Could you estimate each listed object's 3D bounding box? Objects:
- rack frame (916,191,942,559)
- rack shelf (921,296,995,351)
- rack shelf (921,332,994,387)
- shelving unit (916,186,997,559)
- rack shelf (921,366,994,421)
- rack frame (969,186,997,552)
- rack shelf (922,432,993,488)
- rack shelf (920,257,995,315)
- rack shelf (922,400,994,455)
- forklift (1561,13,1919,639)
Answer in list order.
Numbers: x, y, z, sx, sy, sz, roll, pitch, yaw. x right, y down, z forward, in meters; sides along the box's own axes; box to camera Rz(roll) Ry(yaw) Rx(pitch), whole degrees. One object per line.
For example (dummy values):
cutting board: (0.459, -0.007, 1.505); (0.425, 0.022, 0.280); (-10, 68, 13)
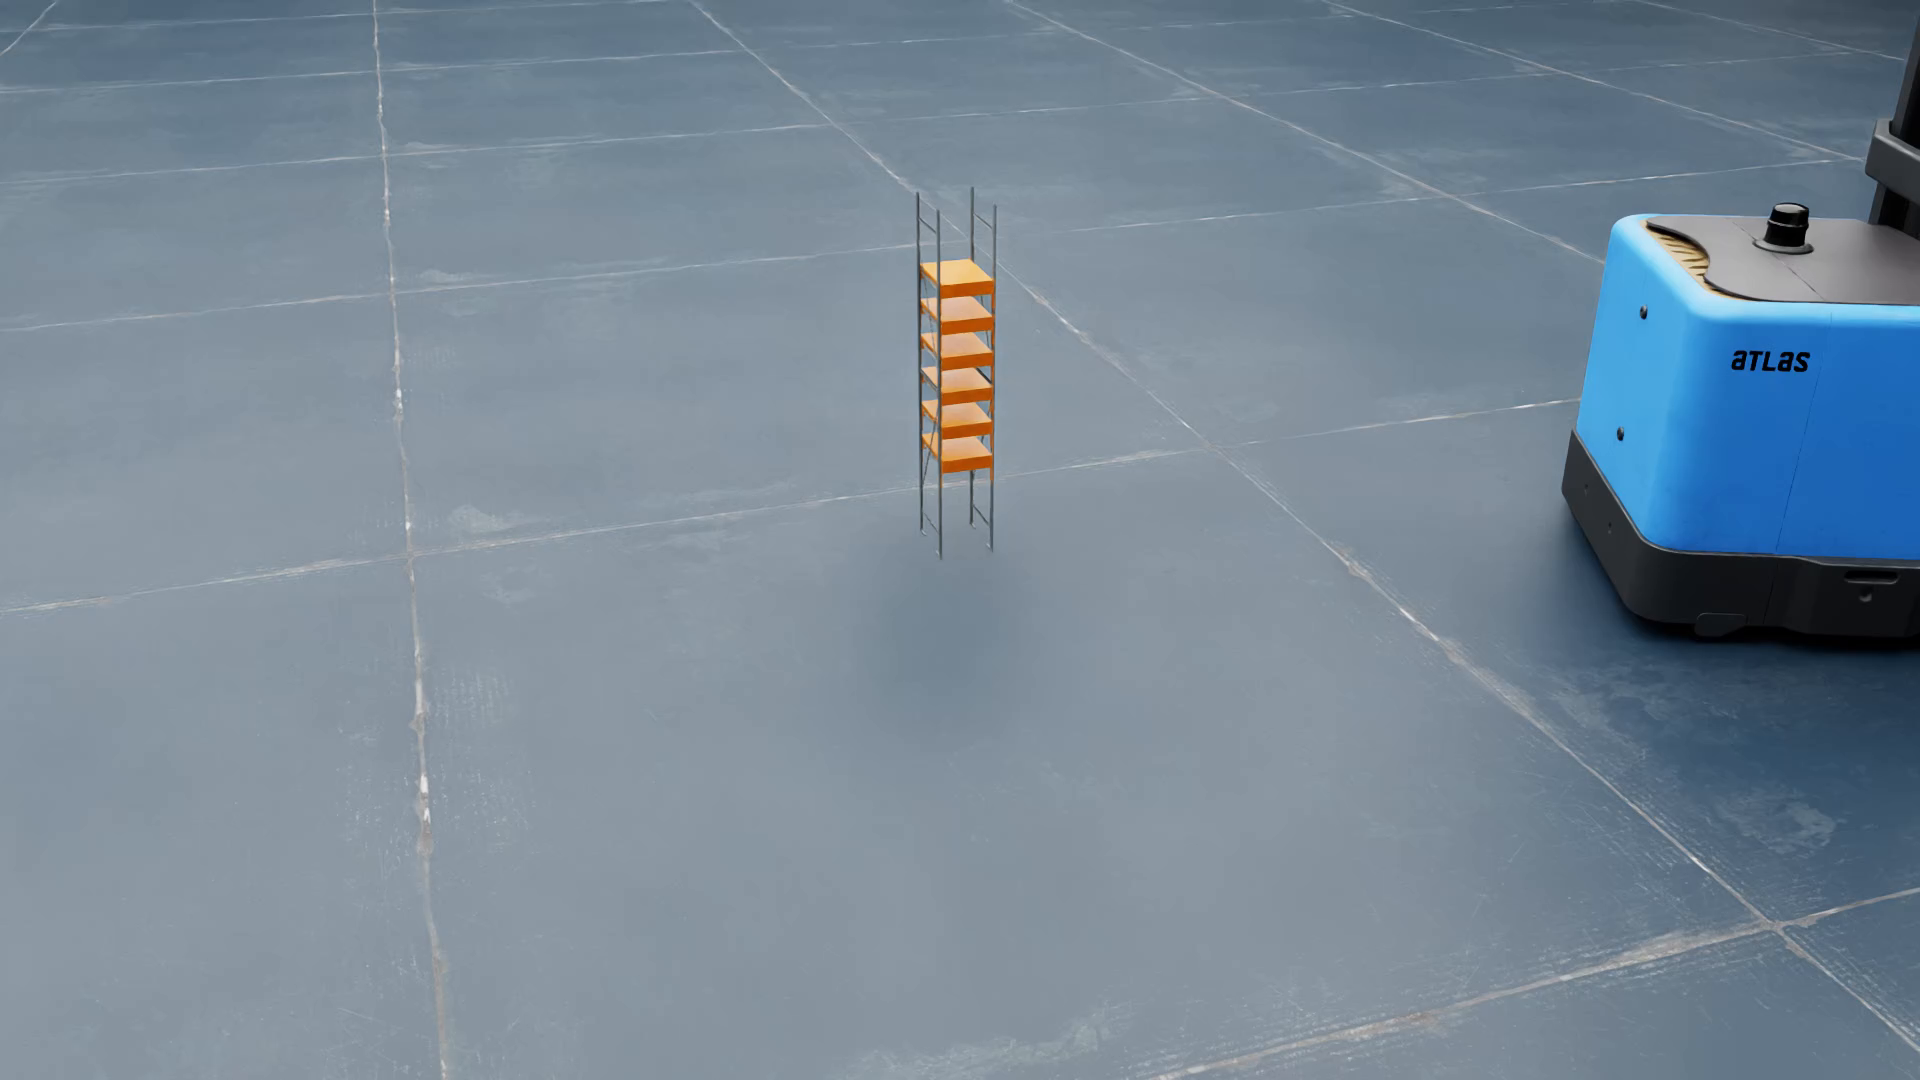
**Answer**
rack frame: (-0.101, -0.523, 5.454); (0.006, 1.200, 0.240); (-8, 28, -16)
rack shelf: (-0.014, -0.711, 5.392); (0.180, 0.103, 0.258); (-8, 28, -16)
rack shelf: (-0.014, -0.603, 5.446); (0.180, 0.103, 0.258); (-8, 28, -16)
shelving unit: (-0.014, -0.535, 5.479); (0.189, 1.200, 0.258); (-8, 28, -16)
rack shelf: (-0.014, -0.496, 5.499); (0.180, 0.103, 0.258); (-8, 28, -16)
rack frame: (0.073, -0.548, 5.505); (0.006, 1.200, 0.240); (-8, 28, -16)
rack shelf: (-0.014, -0.281, 5.606); (0.180, 0.103, 0.258); (-8, 28, -16)
rack shelf: (-0.014, -0.818, 5.339); (0.180, 0.103, 0.258); (-8, 28, -16)
rack shelf: (-0.014, -0.388, 5.552); (0.180, 0.103, 0.258); (-8, 28, -16)
forklift: (3.617, -1.172, 4.814); (3.031, 2.935, 1.130); (2, 26, 4)
